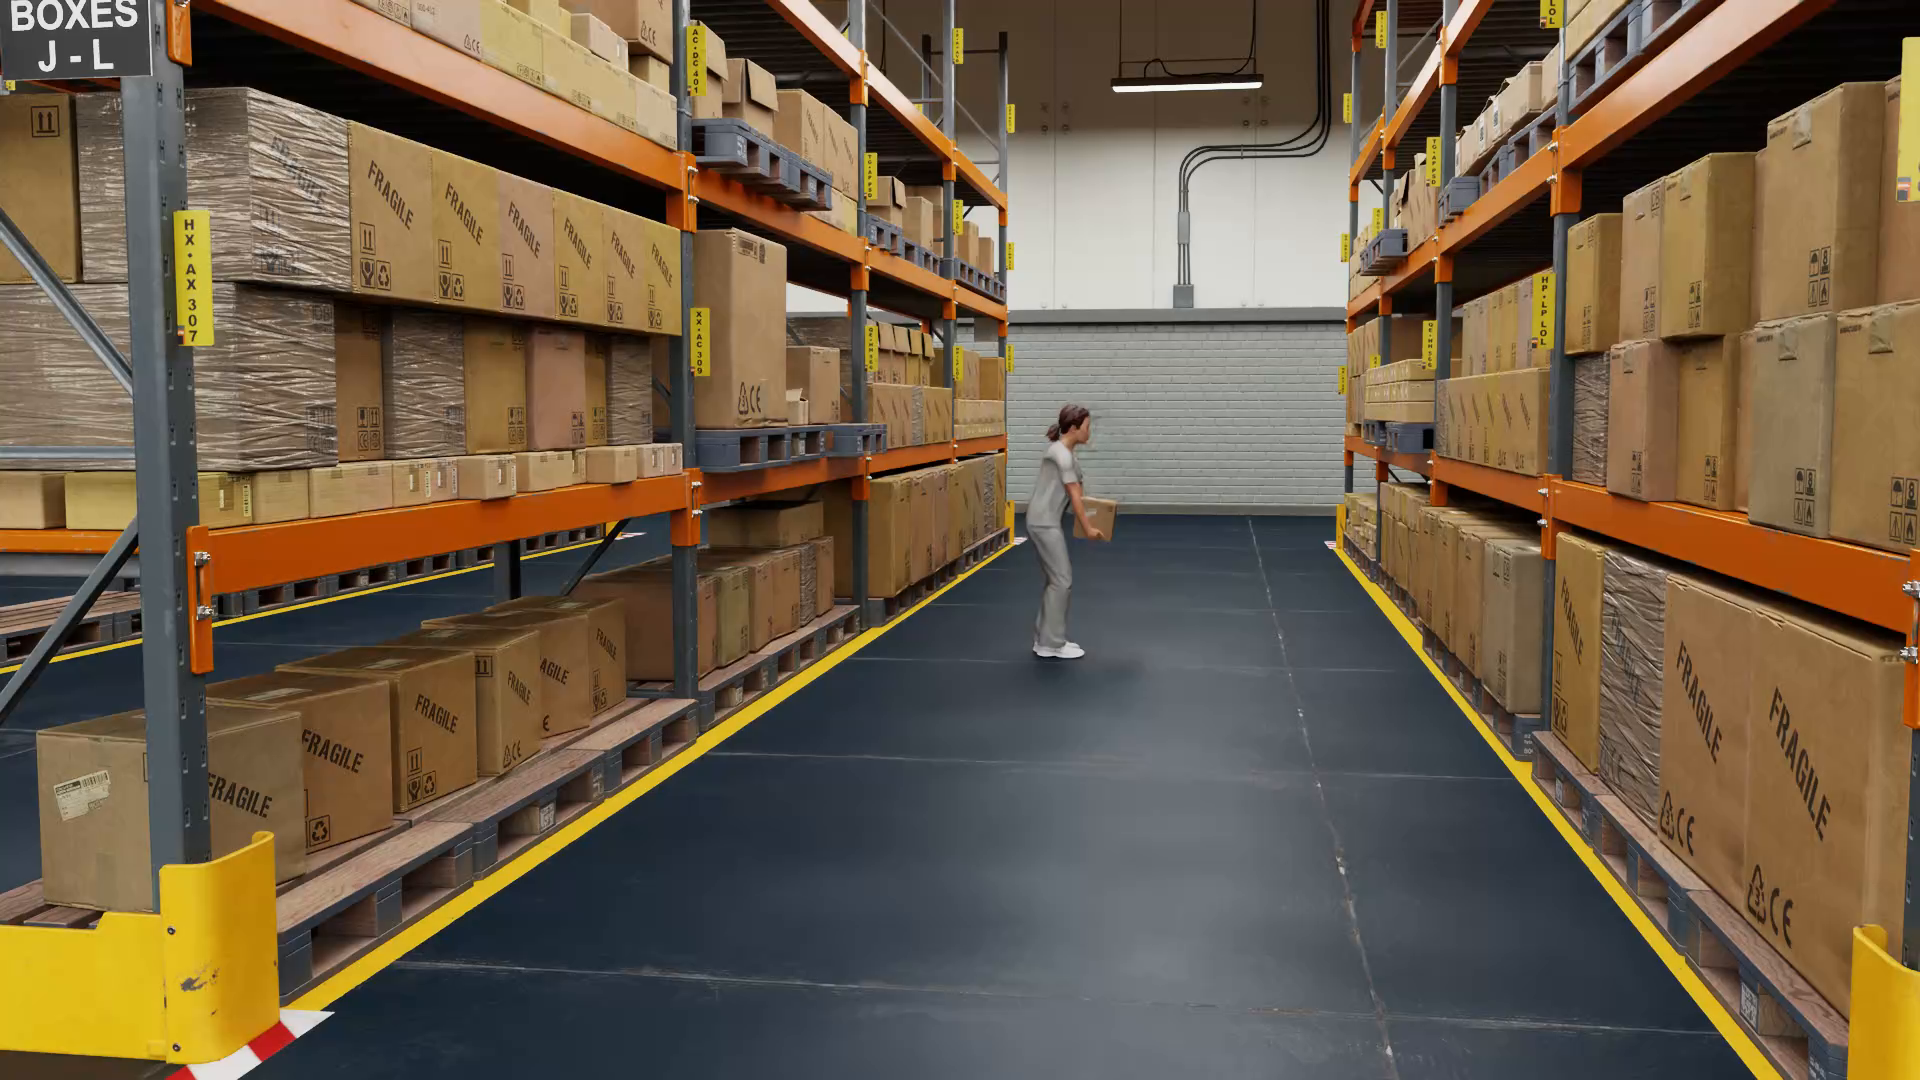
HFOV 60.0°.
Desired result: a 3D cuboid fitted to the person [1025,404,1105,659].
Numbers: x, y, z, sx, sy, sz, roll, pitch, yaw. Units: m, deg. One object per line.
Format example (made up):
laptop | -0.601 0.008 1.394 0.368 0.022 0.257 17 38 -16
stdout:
person | 0.691 -0.051 10.858 0.528 1.626 0.410 1 5 8
